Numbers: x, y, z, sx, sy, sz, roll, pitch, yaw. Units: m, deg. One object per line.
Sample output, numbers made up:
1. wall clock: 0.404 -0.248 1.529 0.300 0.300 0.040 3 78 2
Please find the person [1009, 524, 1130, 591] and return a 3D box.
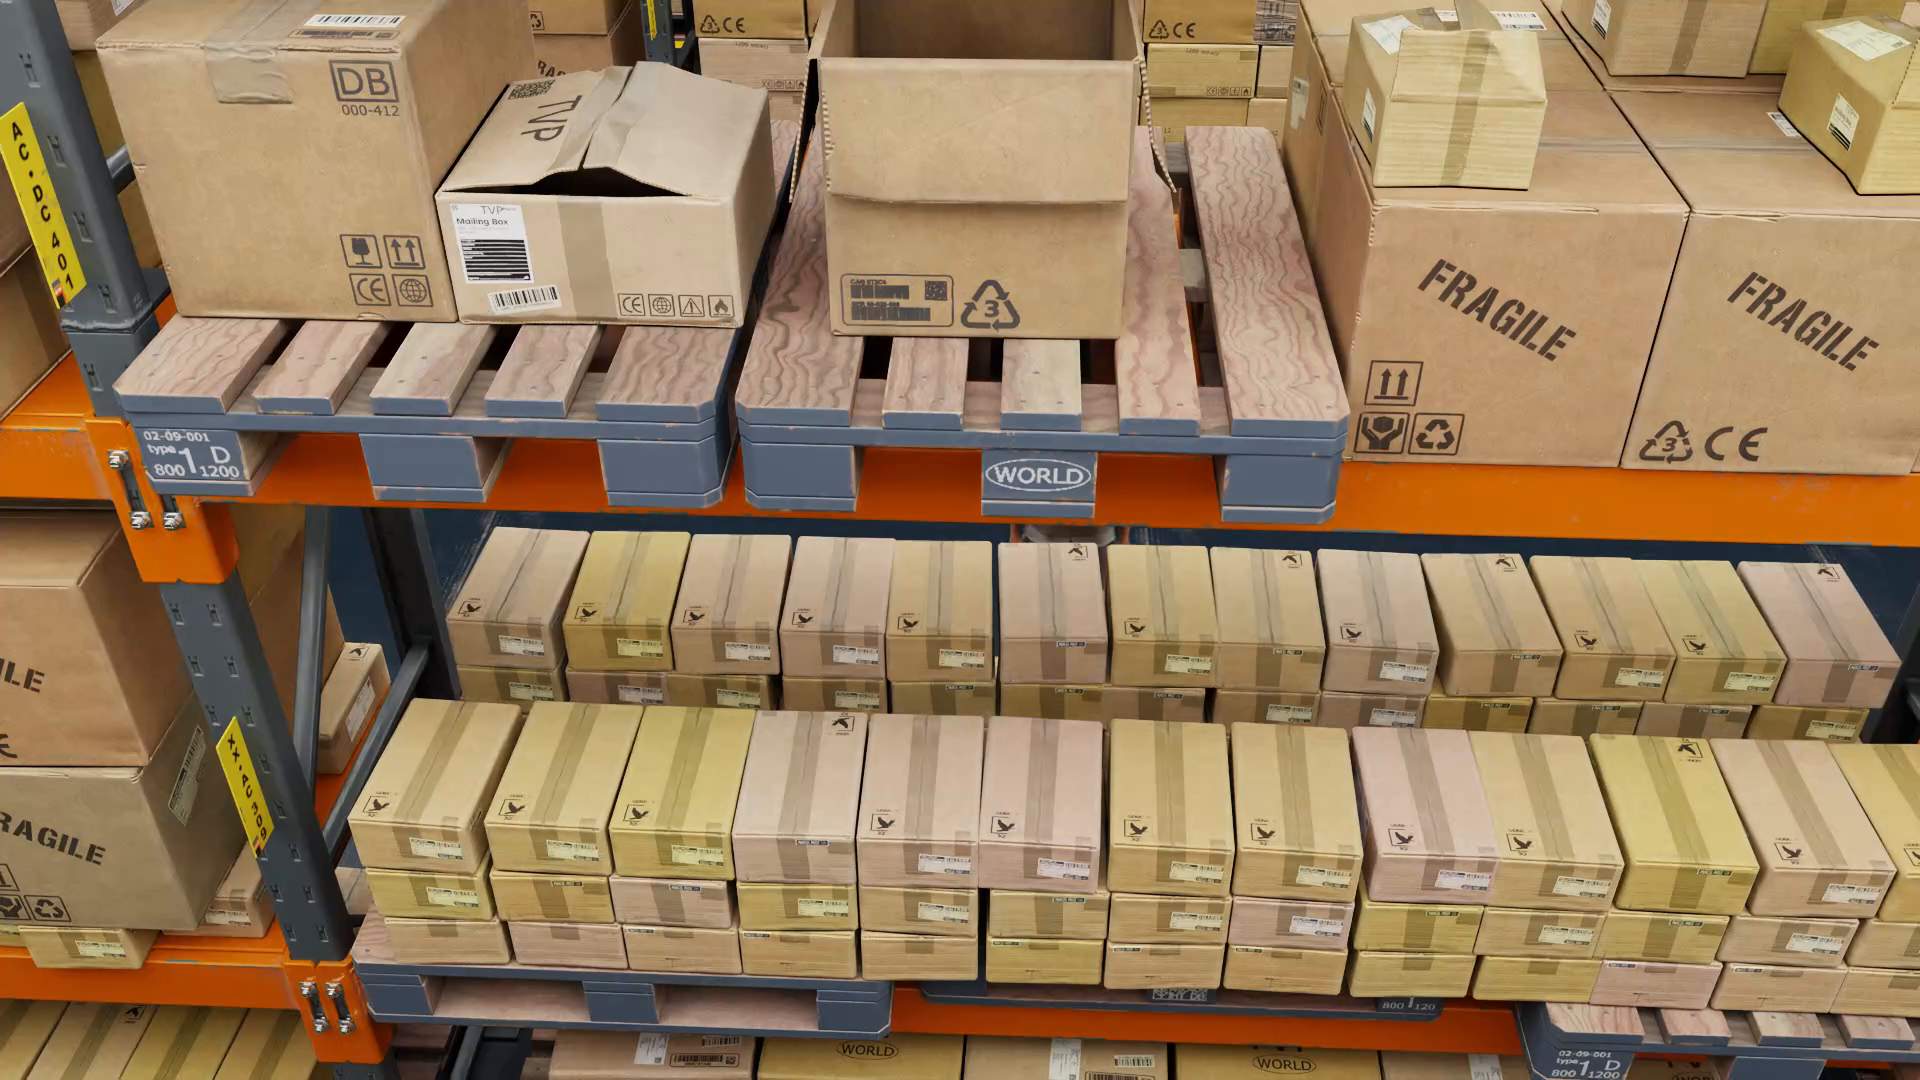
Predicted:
1. person: 0.405 -0.002 6.161 0.466 1.592 0.344 1 36 2
